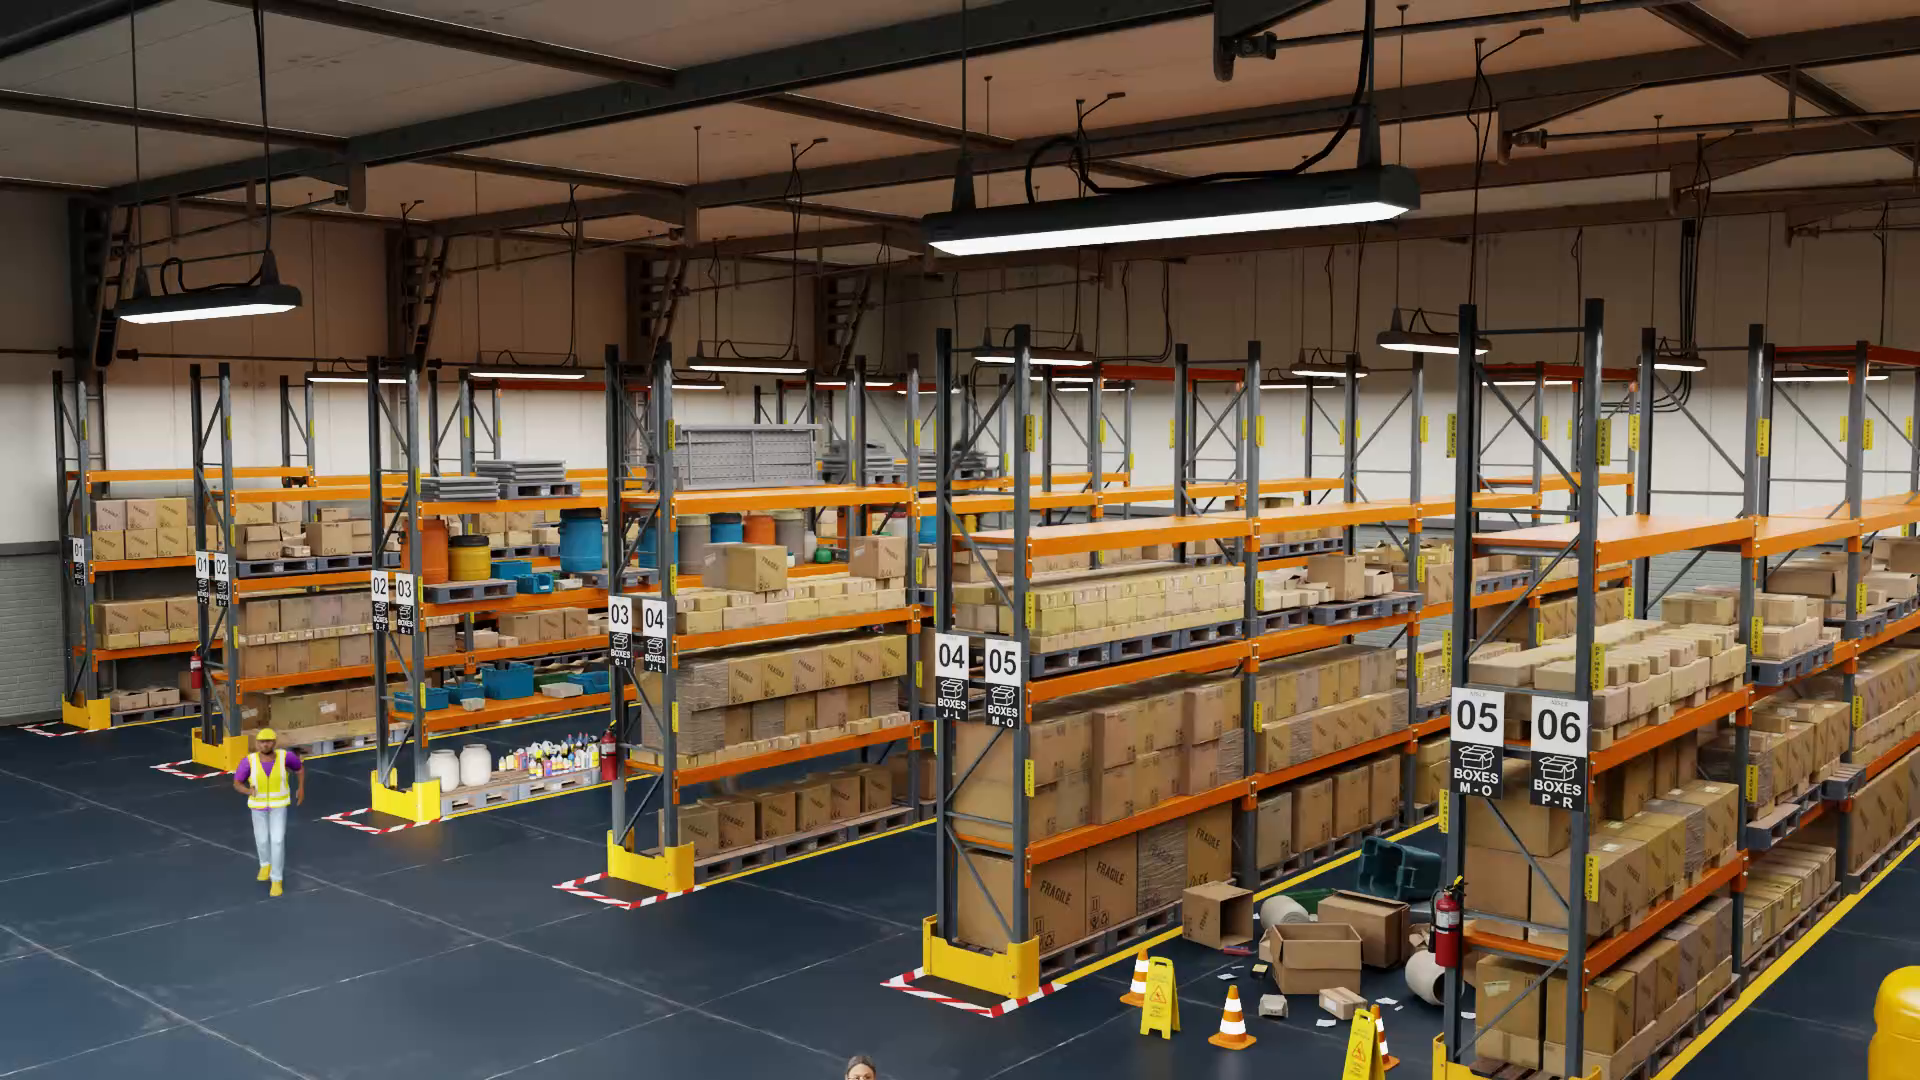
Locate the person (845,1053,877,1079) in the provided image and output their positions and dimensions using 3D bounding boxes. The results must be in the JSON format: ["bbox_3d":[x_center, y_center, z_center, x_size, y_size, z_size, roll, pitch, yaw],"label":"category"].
[{"bbox_3d":[-0.551,3.668,9.274,0.614,1.624,0.918,-1,4,-9],"label":"person"}]

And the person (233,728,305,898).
[{"bbox_3d":[-7.603,2.959,18.313,0.721,1.814,0.835,-1,4,-18],"label":"person"}]

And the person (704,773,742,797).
[{"bbox_3d":[-3.036,2.761,21.481,0.652,1.718,0.653,2,5,26],"label":"person"}]
